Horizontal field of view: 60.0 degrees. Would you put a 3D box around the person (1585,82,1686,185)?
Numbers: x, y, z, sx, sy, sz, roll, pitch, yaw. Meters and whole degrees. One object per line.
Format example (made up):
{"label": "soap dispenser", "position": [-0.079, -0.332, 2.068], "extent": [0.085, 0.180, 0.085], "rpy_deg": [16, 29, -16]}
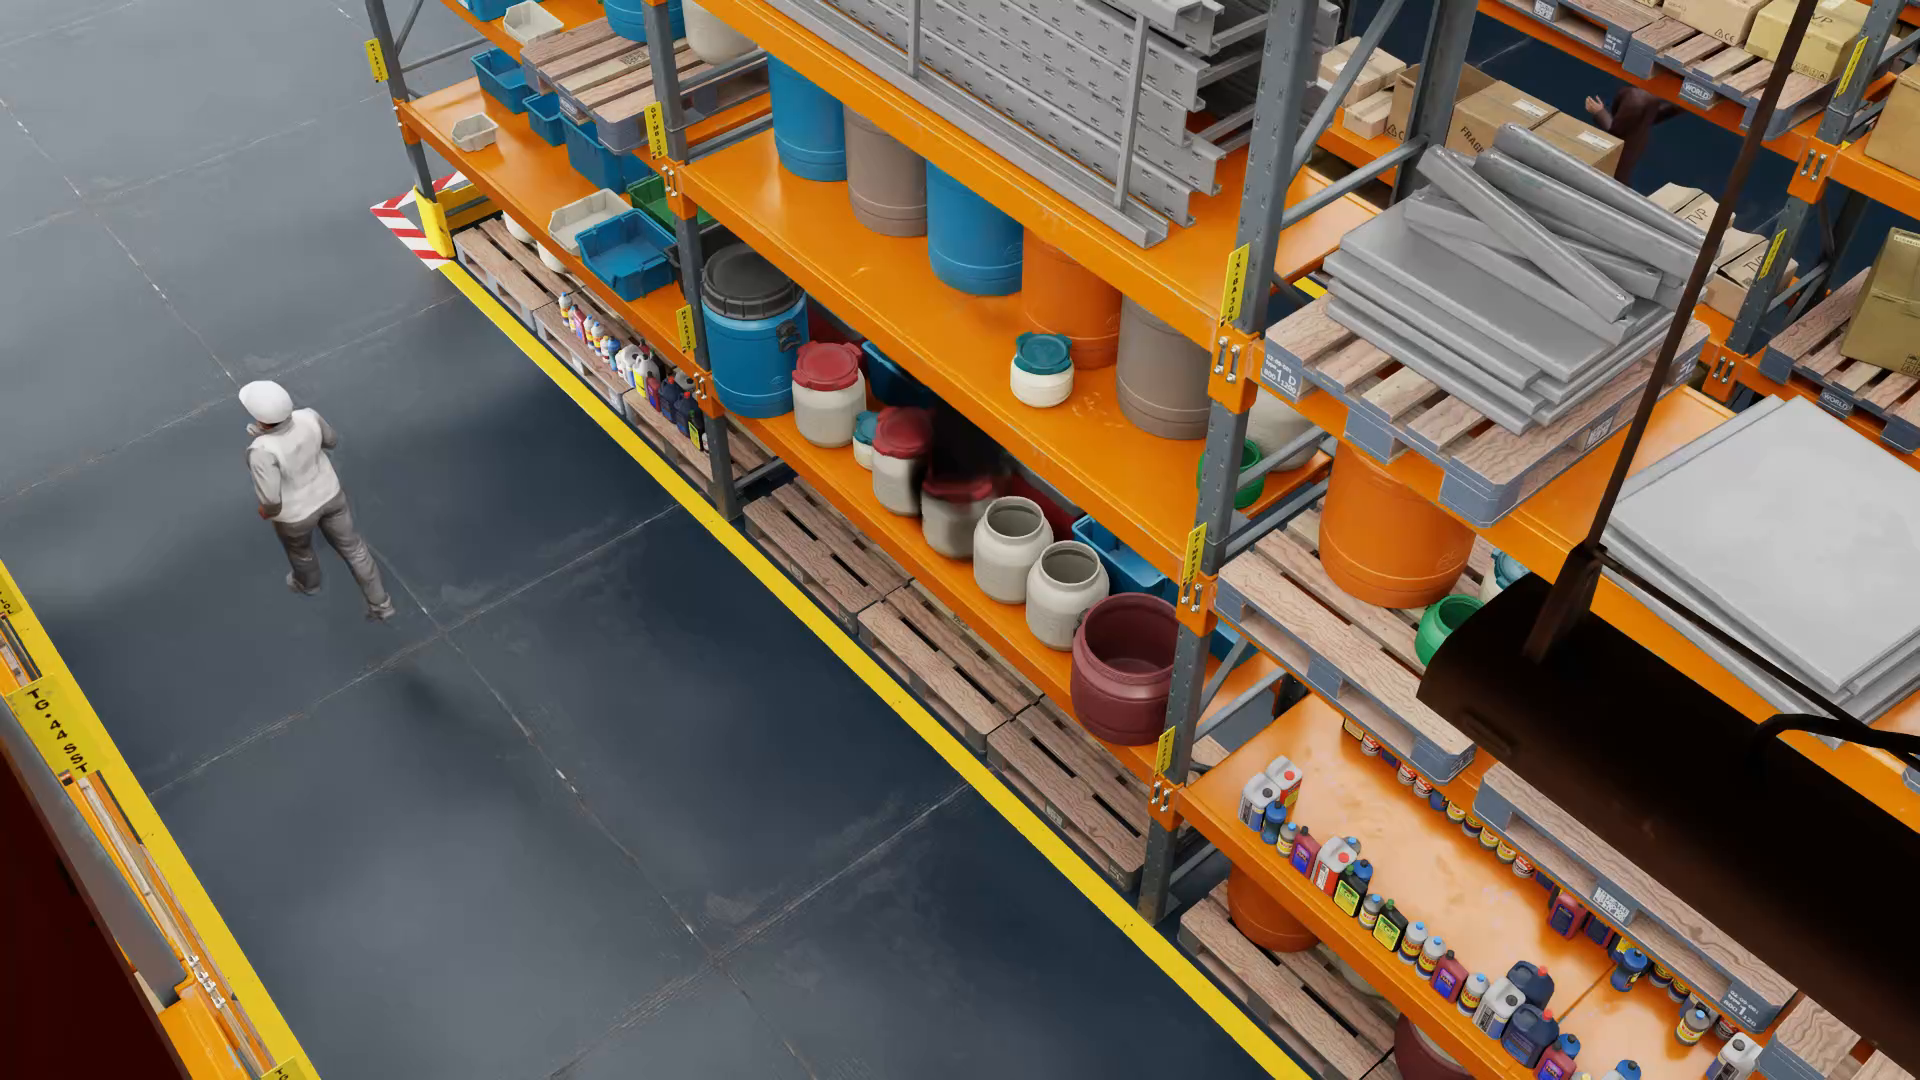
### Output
{"label": "person", "position": [5.023, -2.949, 12.564], "extent": [0.719, 1.752, 0.980], "rpy_deg": [-34, 55, -28]}

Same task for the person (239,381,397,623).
{"label": "person", "position": [-3.784, -0.204, 9.535], "extent": [0.882, 1.817, 0.518], "rpy_deg": [28, 53, 24]}
